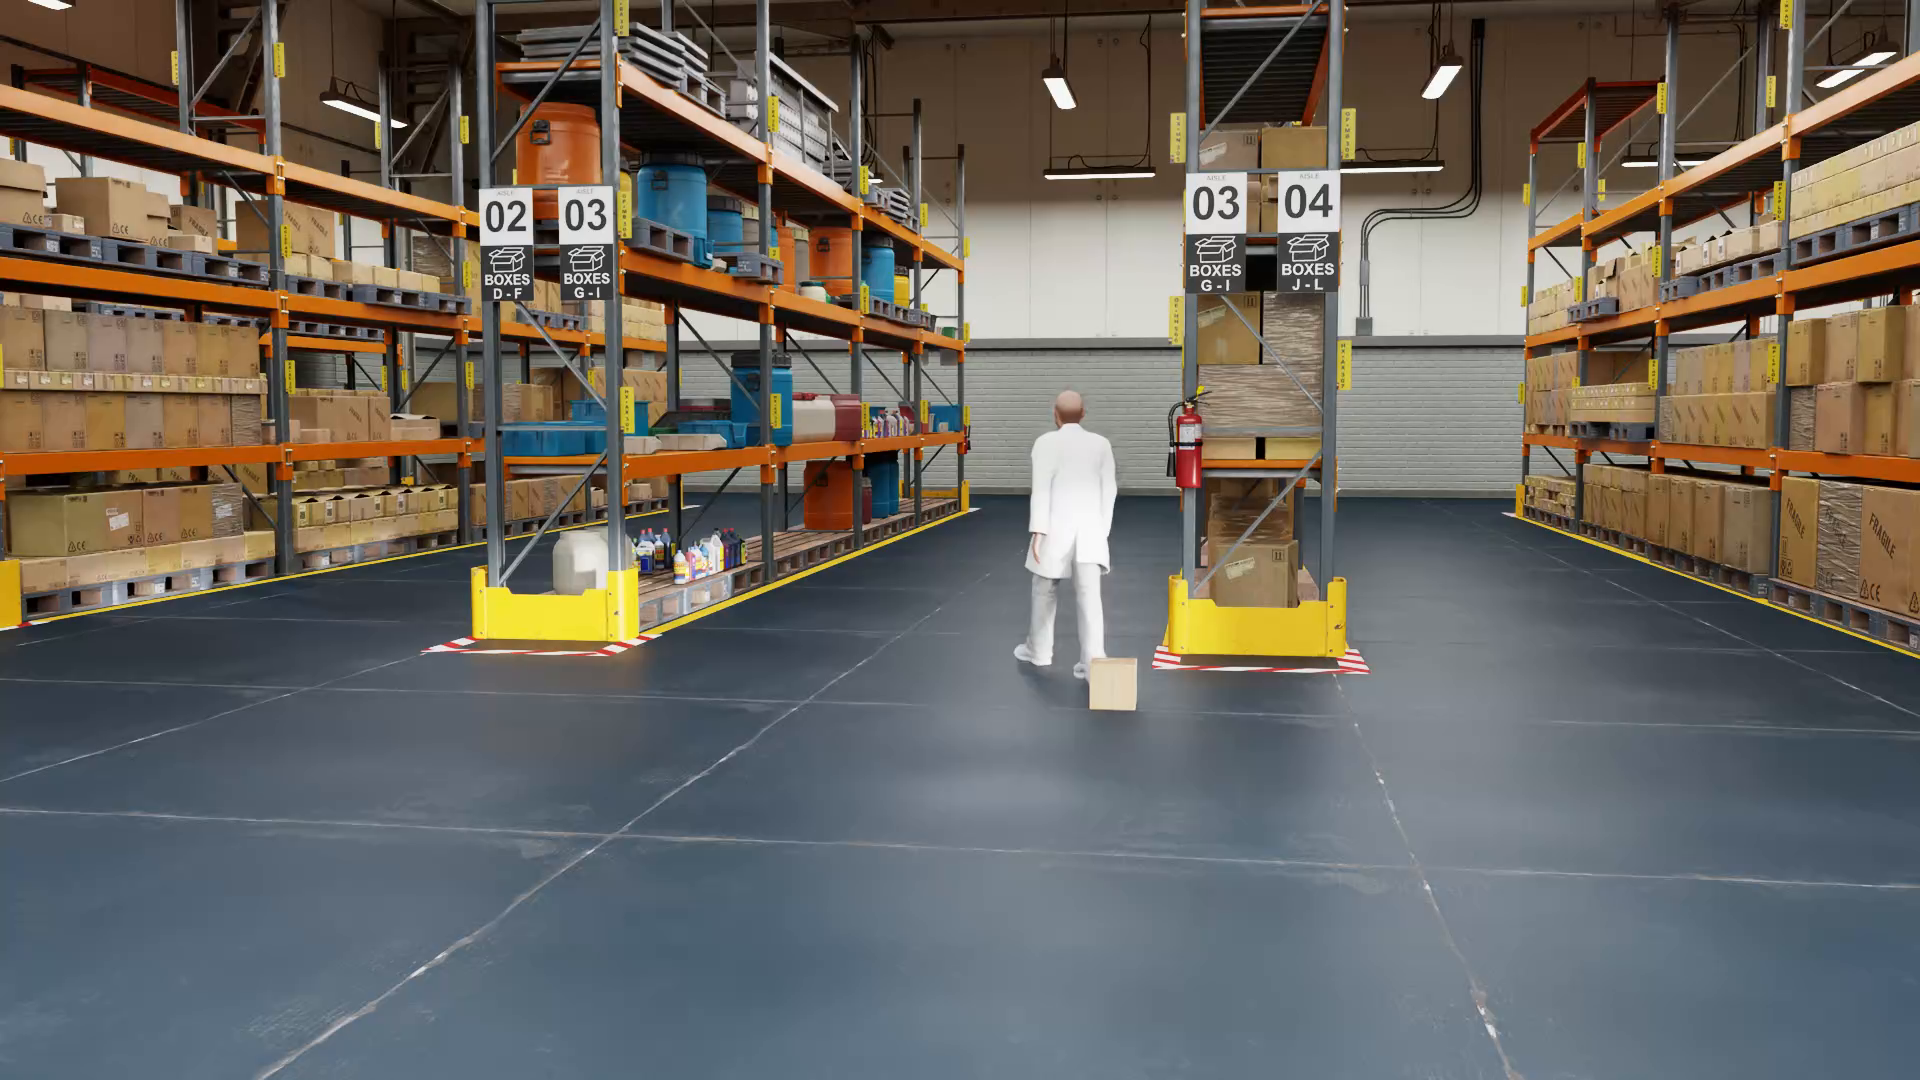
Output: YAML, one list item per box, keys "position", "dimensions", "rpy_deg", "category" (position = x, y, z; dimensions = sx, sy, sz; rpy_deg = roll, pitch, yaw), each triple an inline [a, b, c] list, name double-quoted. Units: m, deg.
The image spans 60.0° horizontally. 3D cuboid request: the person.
- position: [0.660, -0.051, 10.131]
  dimensions: [0.607, 1.713, 1.099]
  rpy_deg: [-1, 4, -13]
  category: "person"
